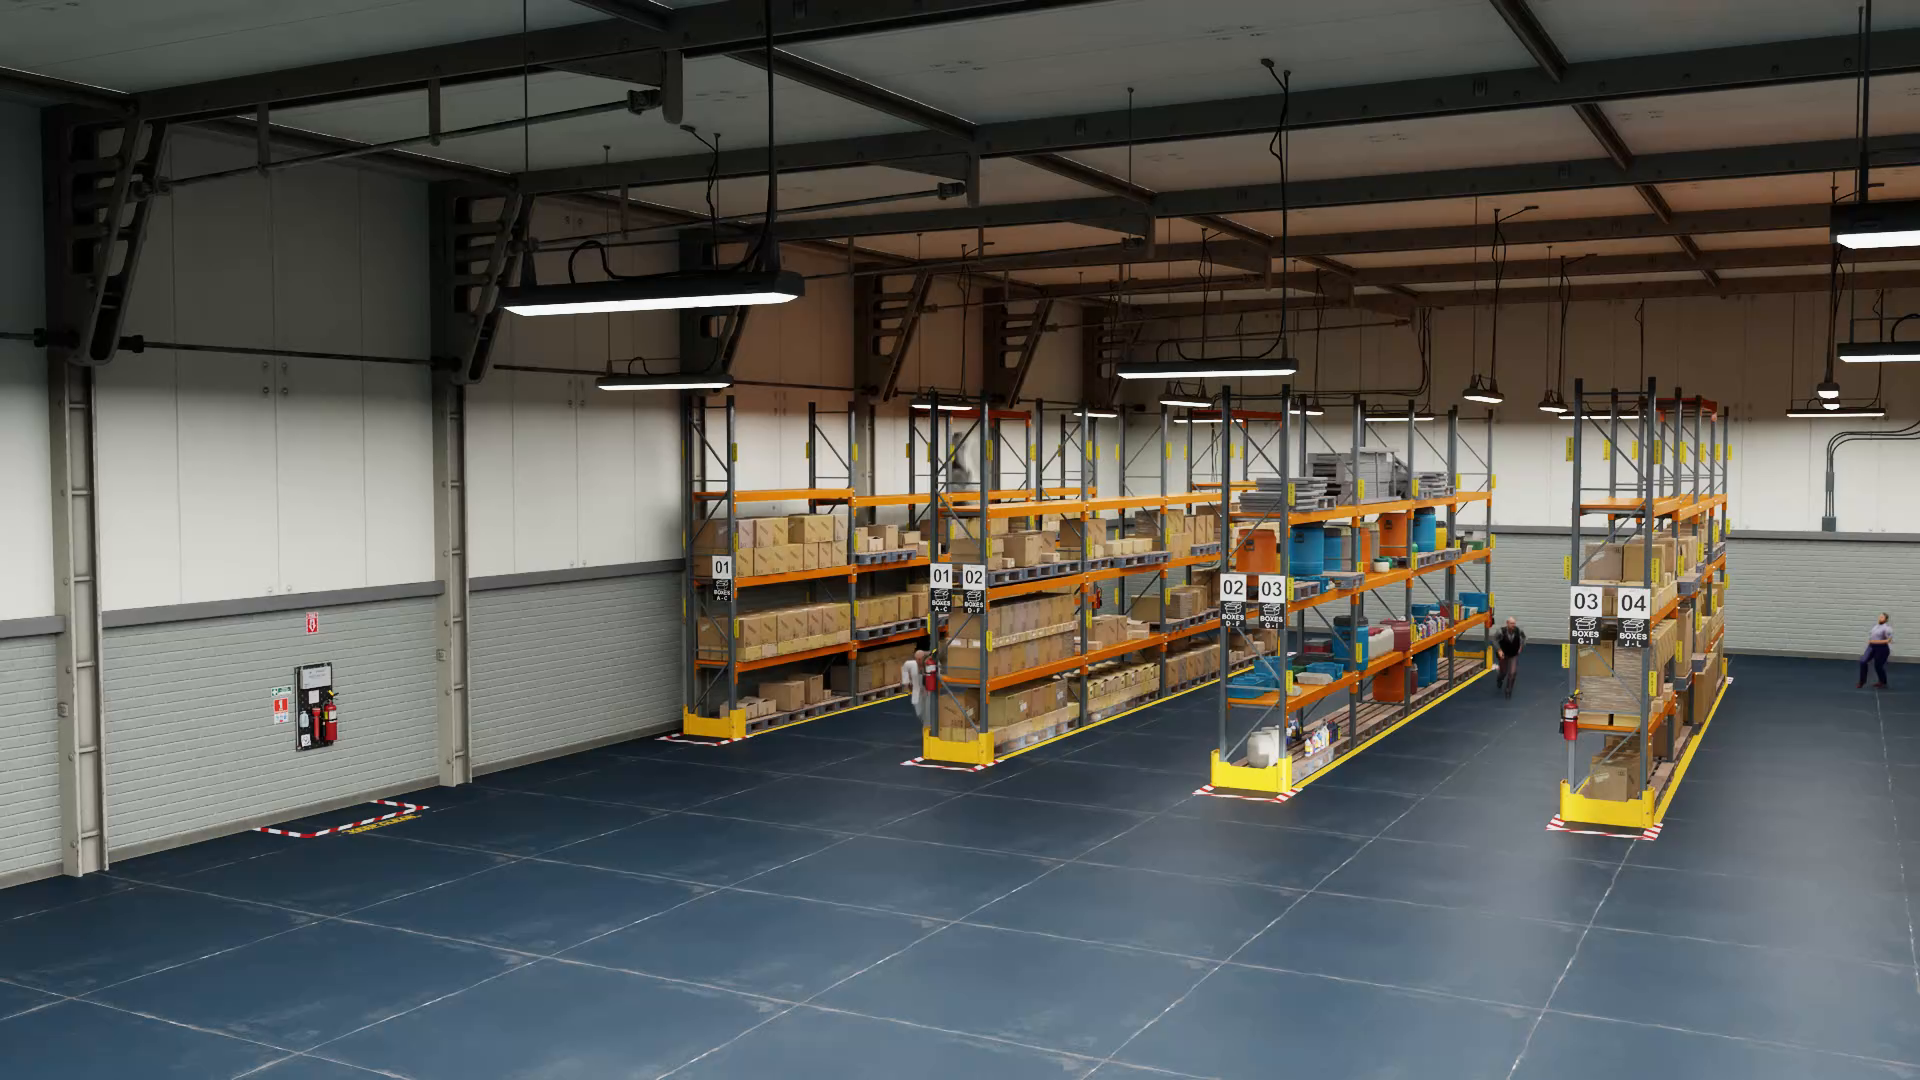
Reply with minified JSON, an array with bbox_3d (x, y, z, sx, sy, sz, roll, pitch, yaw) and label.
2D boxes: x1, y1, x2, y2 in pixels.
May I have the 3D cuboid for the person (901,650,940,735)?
[{"bbox_3d":[-0.676,2.687,29.086,0.735,1.590,0.888,1,3,11],"label":"person"}]

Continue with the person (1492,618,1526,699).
[{"bbox_3d":[11.239,2.400,34.164,0.676,1.676,0.955,0,3,1],"label":"person"}]

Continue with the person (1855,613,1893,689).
[{"bbox_3d":[19.341,2.355,35.025,0.733,1.613,0.599,-1,3,-20],"label":"person"}]
